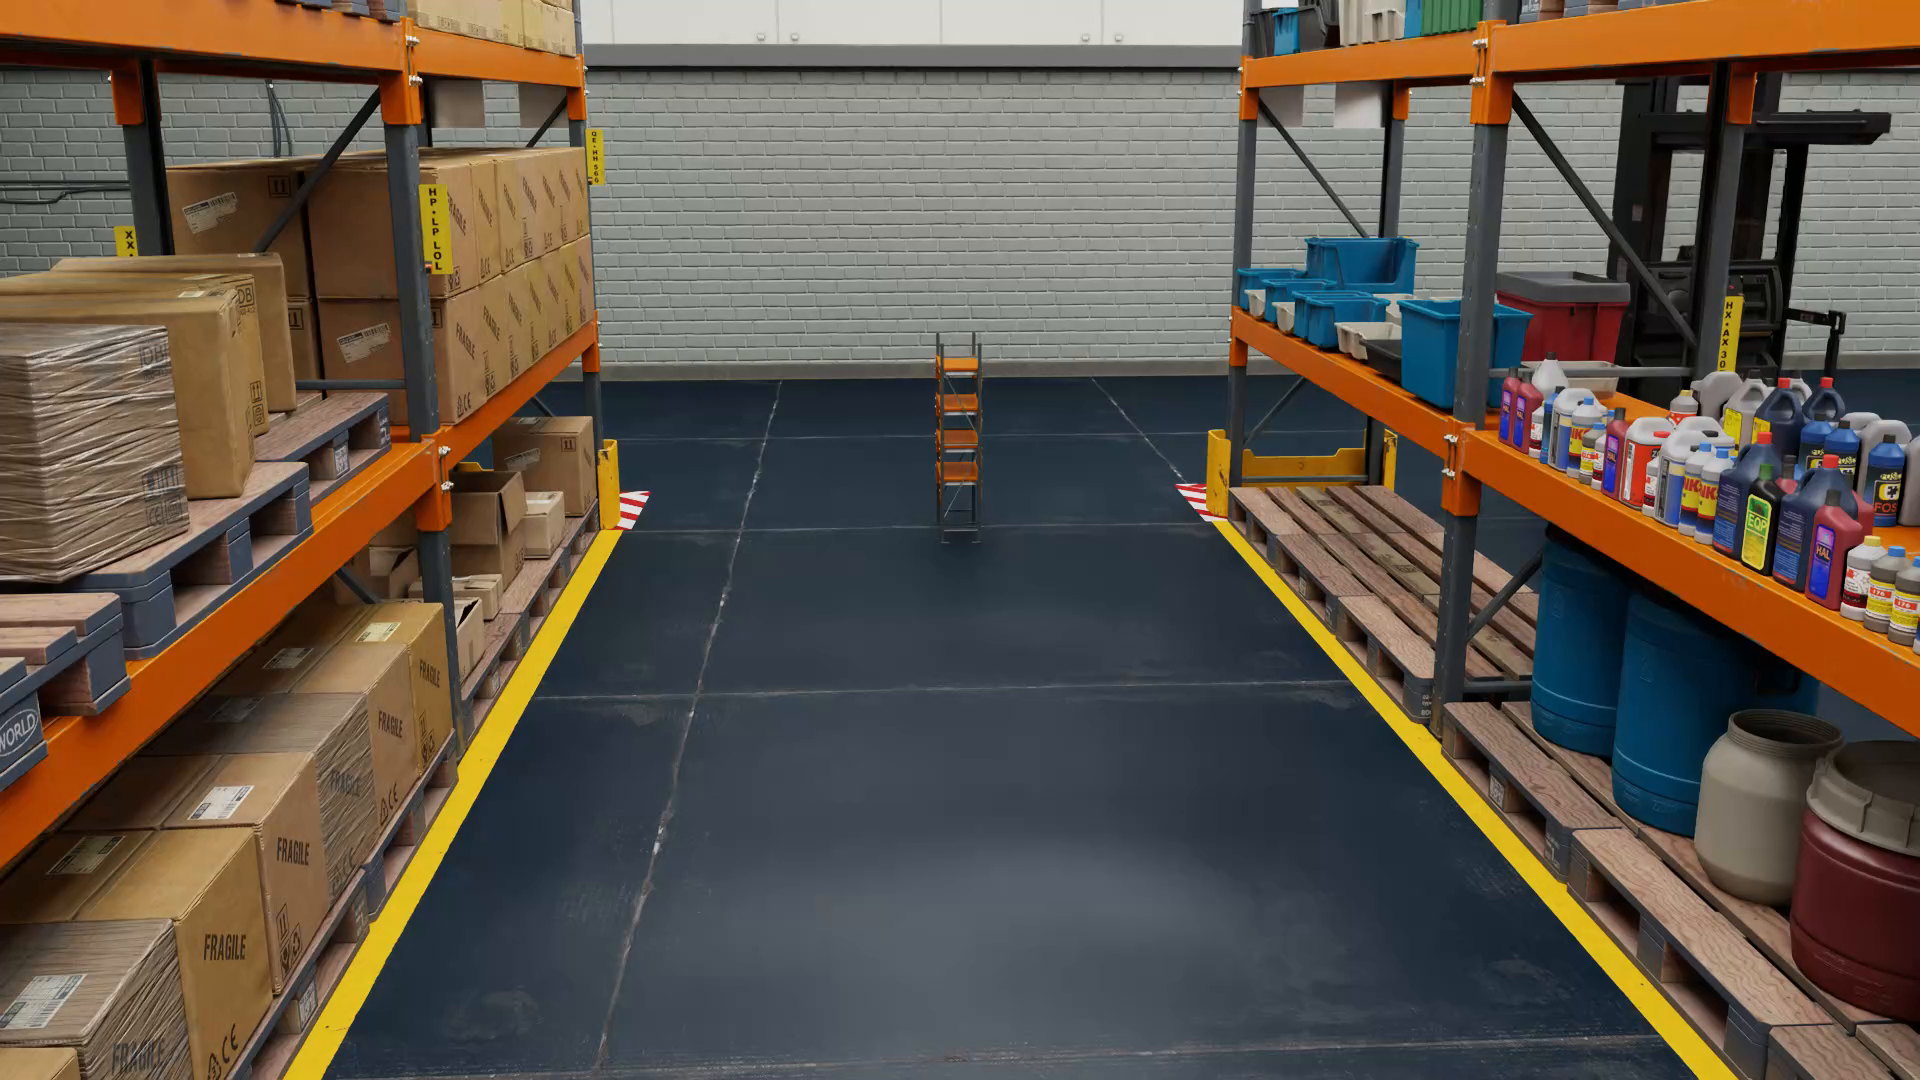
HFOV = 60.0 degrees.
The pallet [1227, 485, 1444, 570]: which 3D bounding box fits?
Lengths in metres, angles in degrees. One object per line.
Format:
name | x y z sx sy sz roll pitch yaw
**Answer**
pallet | 2.223 -0.089 9.947 1.003 0.211 1.213 -1 14 -3

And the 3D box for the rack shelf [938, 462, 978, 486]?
rack shelf | -0.010 -0.403 10.093 0.221 0.050 0.457 -1 14 -3

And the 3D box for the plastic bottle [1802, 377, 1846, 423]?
plastic bottle | 2.854 -0.357 5.492 0.144 0.351 0.185 -1 14 -3

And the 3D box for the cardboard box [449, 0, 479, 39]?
cardboard box | -2.296 -2.204 6.853 0.500 0.250 0.500 -1 14 -3

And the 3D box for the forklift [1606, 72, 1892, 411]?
forklift | 4.633 -1.487 9.923 1.130 2.935 3.031 -3 15 -12

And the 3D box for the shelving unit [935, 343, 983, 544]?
shelving unit | -0.010 -0.622 10.035 0.258 1.200 0.499 -1 14 -3

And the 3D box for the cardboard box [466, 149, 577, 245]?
cardboard box | -2.399 -1.870 9.067 0.500 0.500 0.500 0 14 -2

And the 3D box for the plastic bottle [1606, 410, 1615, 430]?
plastic bottle | 2.253 -0.348 5.759 0.097 0.201 0.097 0 14 0

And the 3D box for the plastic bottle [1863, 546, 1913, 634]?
plastic bottle | 2.216 0.115 3.957 0.097 0.201 0.097 0 14 0

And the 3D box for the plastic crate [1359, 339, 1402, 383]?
plastic crate | 2.121 -0.820 7.626 0.437 0.125 0.590 -1 14 -3

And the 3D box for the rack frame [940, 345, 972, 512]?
rack frame | -0.025 -0.683 10.273 0.228 1.046 0.006 -1 14 -3

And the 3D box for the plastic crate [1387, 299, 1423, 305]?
plastic crate | 2.446 -1.274 9.366 0.396 0.136 0.243 -1 14 -3

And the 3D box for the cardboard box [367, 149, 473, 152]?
cardboard box | -2.929 -1.858 9.019 0.500 0.500 0.500 -1 14 -3

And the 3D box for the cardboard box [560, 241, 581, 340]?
cardboard box | -2.398 -1.382 9.175 0.500 0.500 0.500 -1 14 -3

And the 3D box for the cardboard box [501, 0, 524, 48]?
cardboard box | -2.359 -2.452 7.819 0.500 0.250 0.500 -1 14 -3

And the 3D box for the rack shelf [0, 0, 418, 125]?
rack shelf | -2.362 -1.181 4.022 1.077 0.370 4.000 -1 14 -3

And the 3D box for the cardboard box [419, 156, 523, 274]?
cardboard box | -2.298 -1.485 7.570 0.500 0.500 0.500 -1 14 -5

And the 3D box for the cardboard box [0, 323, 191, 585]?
cardboard box | -2.255 -0.217 3.806 0.700 0.500 0.500 2 15 7

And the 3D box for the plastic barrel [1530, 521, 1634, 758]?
plastic barrel | 2.475 0.298 6.215 0.600 0.901 0.708 -1 14 -3

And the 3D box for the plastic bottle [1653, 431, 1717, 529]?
plastic bottle | 2.179 -0.181 4.959 0.152 0.276 0.135 -1 14 -3

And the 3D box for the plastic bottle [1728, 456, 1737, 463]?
plastic bottle | 2.302 -0.151 4.994 0.097 0.201 0.097 0 14 0

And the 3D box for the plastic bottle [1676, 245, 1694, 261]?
plastic bottle | 4.528 -1.155 10.488 0.171 1.395 0.111 -1 14 -3

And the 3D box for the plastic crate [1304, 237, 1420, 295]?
plastic crate | 2.418 -1.611 10.075 0.616 0.435 0.499 -1 14 -3

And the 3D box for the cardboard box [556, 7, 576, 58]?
cardboard box | -2.438 -2.826 9.270 0.500 0.250 0.500 -1 14 -3

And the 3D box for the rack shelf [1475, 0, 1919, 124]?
rack shelf | 2.582 -1.257 4.316 1.077 0.370 4.000 -1 14 -3

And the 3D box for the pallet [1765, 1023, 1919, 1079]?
pallet | 2.616 1.500 3.774 1.003 0.211 1.213 -1 14 -3

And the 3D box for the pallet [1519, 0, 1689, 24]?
pallet | 0.245 0.091 3.629 6.198 3.011 5.144 -1 14 -3

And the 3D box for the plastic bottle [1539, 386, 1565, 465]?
plastic bottle | 2.095 -0.404 5.836 0.097 0.271 0.097 0 14 0

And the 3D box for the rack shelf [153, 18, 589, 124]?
rack shelf | -2.609 -2.176 7.888 1.077 0.370 4.000 -1 14 -3

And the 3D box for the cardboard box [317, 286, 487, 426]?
cardboard box | -2.245 -0.754 6.736 0.500 0.500 0.500 -1 14 -2

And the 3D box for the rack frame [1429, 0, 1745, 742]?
rack frame | 2.459 -0.650 6.533 1.000 3.000 0.127 -1 14 -3

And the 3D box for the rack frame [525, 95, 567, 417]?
rack frame | -2.737 -1.569 10.106 0.949 2.616 0.053 -1 14 -3

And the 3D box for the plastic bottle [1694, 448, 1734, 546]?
plastic bottle | 2.165 -0.125 4.752 0.097 0.271 0.097 0 14 0

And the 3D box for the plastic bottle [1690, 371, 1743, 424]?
plastic bottle | 2.806 -0.497 6.187 0.152 0.276 0.135 -1 14 -3

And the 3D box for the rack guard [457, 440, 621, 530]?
rack guard | -2.729 -0.340 10.344 1.175 0.500 0.348 -1 14 -3

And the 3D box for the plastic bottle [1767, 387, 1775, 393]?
plastic bottle | 2.828 -0.406 5.834 0.152 0.276 0.135 -1 14 -3

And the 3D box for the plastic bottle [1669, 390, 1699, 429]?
plastic bottle | 2.682 -0.454 6.171 0.097 0.201 0.097 0 14 0

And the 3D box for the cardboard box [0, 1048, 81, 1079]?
cardboard box | -1.981 1.300 3.087 0.500 0.500 0.500 0 14 -1

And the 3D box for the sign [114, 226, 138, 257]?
sign | -3.027 -0.983 6.092 0.100 0.325 0.005 -1 14 -3

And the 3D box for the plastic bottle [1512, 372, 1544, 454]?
plastic bottle | 2.064 -0.463 6.039 0.061 0.283 0.133 -1 14 -3

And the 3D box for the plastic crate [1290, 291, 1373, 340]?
plastic crate | 1.979 -1.199 8.882 0.416 0.233 0.300 -1 14 -3

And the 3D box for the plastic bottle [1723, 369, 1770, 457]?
plastic bottle | 2.698 -0.400 5.662 0.144 0.351 0.185 -1 14 -3

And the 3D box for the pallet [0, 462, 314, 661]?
pallet | -2.363 0.030 4.276 1.003 0.211 1.213 -1 14 -3

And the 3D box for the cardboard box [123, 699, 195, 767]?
cardboard box | -2.631 0.804 5.015 0.500 0.500 0.500 -1 14 -3

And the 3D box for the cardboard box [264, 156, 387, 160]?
cardboard box | -2.841 -1.482 7.558 0.500 0.500 0.500 -1 14 -3

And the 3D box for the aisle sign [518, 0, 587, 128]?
aisle sign | -2.432 -2.850 9.866 0.394 0.787 0.004 -1 14 -3

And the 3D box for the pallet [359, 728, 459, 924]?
pallet | -2.397 0.978 5.803 1.003 0.211 1.213 -1 14 -3

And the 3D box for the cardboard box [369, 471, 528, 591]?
cardboard box | -2.607 -0.046 8.311 0.797 0.503 0.637 -1 14 -3

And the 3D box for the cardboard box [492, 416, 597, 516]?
cardboard box | -2.454 -0.440 9.852 0.500 0.500 0.500 -1 14 -3

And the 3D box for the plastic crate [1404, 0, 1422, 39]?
plastic crate | 2.084 -2.243 7.041 0.416 0.233 0.300 -1 14 -3

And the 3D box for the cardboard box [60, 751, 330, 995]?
cardboard box | -2.082 0.916 4.582 0.500 0.500 0.500 -1 14 -5
